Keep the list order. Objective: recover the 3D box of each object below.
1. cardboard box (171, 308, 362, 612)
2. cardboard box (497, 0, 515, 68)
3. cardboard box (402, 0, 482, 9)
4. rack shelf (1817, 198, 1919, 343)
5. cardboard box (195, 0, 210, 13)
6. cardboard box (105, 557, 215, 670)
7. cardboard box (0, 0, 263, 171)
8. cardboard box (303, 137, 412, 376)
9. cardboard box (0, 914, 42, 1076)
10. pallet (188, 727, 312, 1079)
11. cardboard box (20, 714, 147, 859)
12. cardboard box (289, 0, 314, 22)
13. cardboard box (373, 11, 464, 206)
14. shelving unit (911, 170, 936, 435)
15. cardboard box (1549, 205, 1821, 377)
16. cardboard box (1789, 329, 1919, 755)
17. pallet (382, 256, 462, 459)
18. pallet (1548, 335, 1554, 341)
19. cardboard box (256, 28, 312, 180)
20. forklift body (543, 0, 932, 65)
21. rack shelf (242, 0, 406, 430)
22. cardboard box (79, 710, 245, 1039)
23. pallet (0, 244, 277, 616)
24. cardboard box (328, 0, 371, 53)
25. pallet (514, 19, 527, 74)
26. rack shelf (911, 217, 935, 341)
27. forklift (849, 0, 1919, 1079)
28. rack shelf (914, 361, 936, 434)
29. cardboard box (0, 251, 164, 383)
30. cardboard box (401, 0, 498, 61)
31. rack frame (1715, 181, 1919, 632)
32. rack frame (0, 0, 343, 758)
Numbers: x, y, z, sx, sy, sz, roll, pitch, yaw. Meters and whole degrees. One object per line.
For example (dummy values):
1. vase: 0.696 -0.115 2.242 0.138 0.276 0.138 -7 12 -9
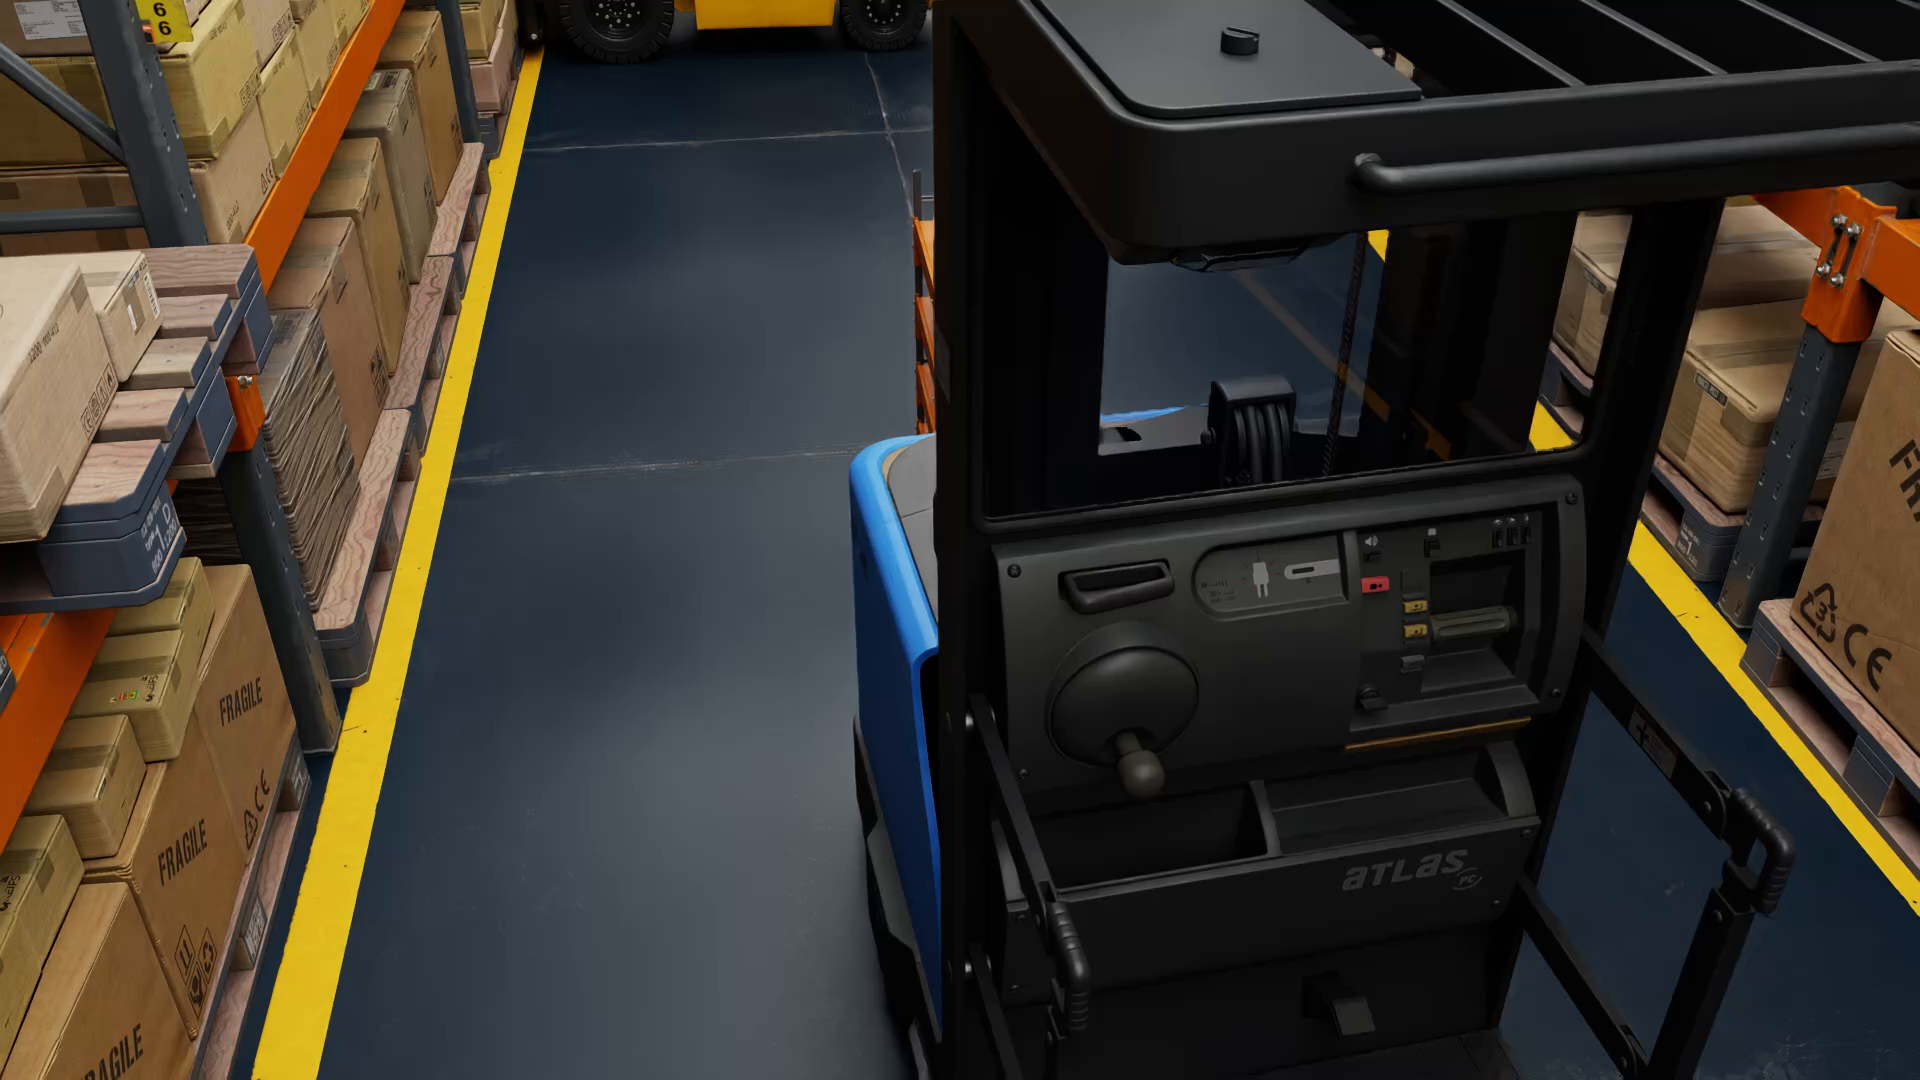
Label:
1. cardboard box: -2.233 -0.207 4.626 0.875 0.625 0.625 -3 34 -5
2. cardboard box: -2.521 -2.512 8.341 0.500 0.250 0.500 -5 35 -7
3. cardboard box: -2.455 -2.642 7.644 0.500 0.250 0.500 -5 35 -7
4. rack shelf: 3.025 0.370 2.683 1.077 0.370 4.000 -4 35 -6
5. cardboard box: -1.951 -1.324 3.864 0.380 0.149 0.250 -4 34 -5
6. cardboard box: -1.845 0.182 3.590 0.380 0.149 0.250 -6 35 -9
7. cardboard box: -1.955 -1.078 3.858 0.500 0.250 0.500 -4 35 -6
8. cardboard box: -2.419 -0.947 5.711 0.875 0.625 0.625 -6 35 -8
9. cardboard box: -1.761 0.772 2.724 0.380 0.149 0.250 -5 35 -7
10. pallet: -2.100 0.906 3.733 1.003 0.211 1.213 -4 35 -6
11. cardboard box: -1.786 0.483 3.149 0.380 0.149 0.250 -5 35 -8
12. cardboard box: -2.099 -1.649 4.696 0.500 0.250 0.500 -5 35 -8
13. cardboard box: -2.619 -1.800 6.963 0.875 0.625 0.625 -3 34 -4
14. shelving unit: 0.022 -0.403 4.777 0.258 1.200 0.503 -4 35 -6
15. cardboard box: 2.582 -0.858 5.806 0.950 0.372 0.625 -5 35 -7
16. cardboard box: 2.766 0.053 4.023 0.875 0.875 0.875 -5 35 -7
17. pallet: -2.395 -0.655 6.023 1.003 0.211 1.213 -4 35 -6
18. pallet: 2.491 -1.007 6.540 1.003 0.211 1.213 -4 35 -6
19. cardboard box: -2.043 -1.151 4.408 0.500 0.250 0.500 -5 35 -7
20. forklift body: -1.176 -3.859 9.003 2.313 2.155 1.214 -4 35 -6
21. rack shelf: -2.432 -1.484 5.403 1.077 0.370 4.000 -4 35 -6
22. cardboard box: -1.836 0.694 3.415 0.500 0.500 0.500 -5 35 -7
23. pallet: -2.002 -0.213 3.070 1.213 0.211 1.003 -4 35 -6
24. cardboard box: -2.187 -1.727 5.254 0.500 0.250 0.500 -3 34 -5
25. pallet: -2.933 -2.875 9.281 1.003 0.211 1.213 -4 35 -6
26. rack shelf: 0.022 -0.728 4.555 0.258 0.148 0.480 -4 35 -6
27. forklift: 0.561 0.207 2.343 1.130 2.935 3.031 -7 35 -10
28. rack shelf: 0.022 -0.348 4.814 0.258 0.148 0.480 -4 35 -6
29. cardboard box: -1.694 -0.398 3.020 0.380 0.149 0.250 -4 34 -5
30. cardboard box: -2.460 -2.435 7.784 0.500 0.250 0.500 -5 35 -7
31. rack frame: 2.756 -1.043 4.118 1.000 3.000 0.127 -4 35 -6
32. rack frame: -2.163 -0.665 3.563 1.000 3.000 0.127 -4 35 -6
